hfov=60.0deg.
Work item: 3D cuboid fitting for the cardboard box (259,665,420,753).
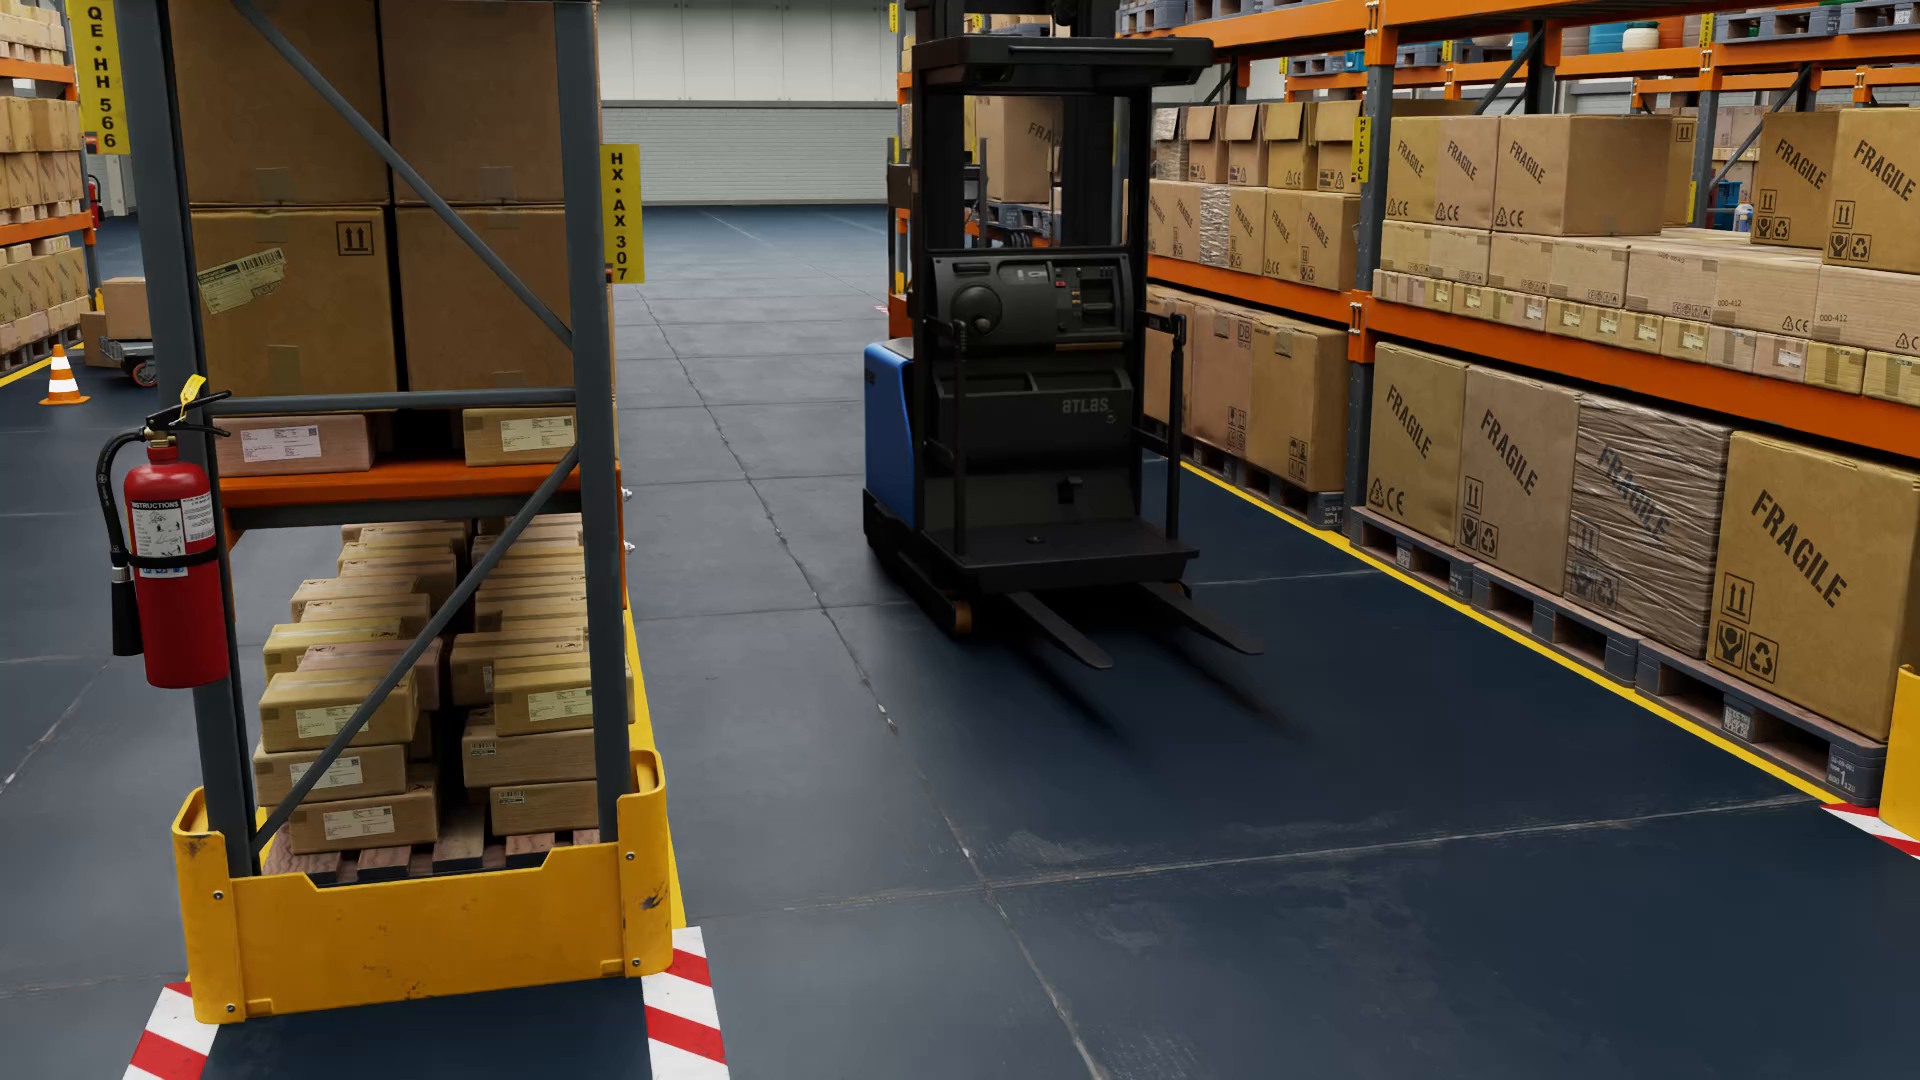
[{"bbox_3d":[-1.704,0.462,4.585,0.380,0.149,0.250,-3,14,-13],"label":"cardboard box"}]

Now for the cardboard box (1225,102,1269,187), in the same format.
[{"bbox_3d":[2.103,-2.482,10.442,0.797,0.503,0.637,-3,14,-11],"label":"cardboard box"}]

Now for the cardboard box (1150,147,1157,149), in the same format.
[{"bbox_3d":[1.239,-2.919,13.458,0.700,0.500,0.500,-1,14,-5],"label":"cardboard box"}]

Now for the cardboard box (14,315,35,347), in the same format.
[{"bbox_3d":[-8.952,-1.933,15.428,0.500,0.250,0.500,-2,14,-10],"label":"cardboard box"}]

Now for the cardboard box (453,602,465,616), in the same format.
[{"bbox_3d":[-2.123,0.270,6.625,0.380,0.149,0.250,-4,14,-16],"label":"cardboard box"}]

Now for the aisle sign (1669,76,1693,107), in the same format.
[{"bbox_3d":[9.654,-6.112,22.146,0.394,0.787,0.004,-3,14,-13],"label":"aisle sign"}]

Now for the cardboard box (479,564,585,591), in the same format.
[{"bbox_3d":[-1.437,0.191,5.694,0.380,0.149,0.250,-3,14,-11],"label":"cardboard box"}]

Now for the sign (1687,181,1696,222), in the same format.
[{"bbox_3d":[5.914,-2.744,13.493,0.100,0.325,0.005,-3,14,-13],"label":"sign"}]

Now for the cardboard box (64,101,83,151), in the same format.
[{"bbox_3d":[-9.547,-4.287,17.210,0.700,0.500,0.500,-4,14,-15],"label":"cardboard box"}]

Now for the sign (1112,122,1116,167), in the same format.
[{"bbox_3d":[1.108,-2.912,12.254,0.100,0.325,0.005,-3,14,-13],"label":"sign"}]

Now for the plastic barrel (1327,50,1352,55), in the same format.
[{"bbox_3d":[4.806,-6.307,20.312,0.600,0.830,0.708,-3,14,-13],"label":"plastic barrel"}]

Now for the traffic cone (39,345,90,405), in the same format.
[{"bbox_3d":[-7.287,-1.351,13.481,0.336,0.463,0.334,-3,14,-13],"label":"traffic cone"}]

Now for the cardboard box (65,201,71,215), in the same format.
[{"bbox_3d":[-9.376,-3.405,17.073,0.380,0.149,0.250,-4,14,-14],"label":"cardboard box"}]

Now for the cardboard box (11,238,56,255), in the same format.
[{"bbox_3d":[-9.169,-2.891,16.403,0.380,0.149,0.250,-3,14,-11],"label":"cardboard box"}]

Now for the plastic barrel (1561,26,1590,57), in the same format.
[{"bbox_3d":[5.992,-5.064,15.958,0.600,0.901,0.600,0,14,0],"label":"plastic barrel"}]

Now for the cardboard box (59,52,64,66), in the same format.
[{"bbox_3d":[-9.523,-4.982,17.209,0.380,0.149,0.250,-3,14,-13],"label":"cardboard box"}]

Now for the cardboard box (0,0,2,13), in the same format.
[{"bbox_3d":[-9.141,-4.958,15.431,0.380,0.149,0.250,-3,14,-12],"label":"cardboard box"}]

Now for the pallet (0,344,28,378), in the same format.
[{"bbox_3d":[-9.131,-1.589,14.988,1.003,0.211,1.213,-3,14,-13],"label":"pallet"}]

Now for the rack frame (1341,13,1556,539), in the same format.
[{"bbox_3d":[2.572,-1.498,8.738,1.000,3.000,0.127,-3,14,-13],"label":"rack frame"}]

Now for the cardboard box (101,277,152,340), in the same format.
[{"bbox_3d":[-7.216,-2.051,14.672,0.500,0.500,0.500,-3,14,-13],"label":"cardboard box"}]

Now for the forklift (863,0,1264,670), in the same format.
[{"bbox_3d":[0.396,-1.075,7.285,1.129,2.867,3.031,-4,14,-16],"label":"forklift"}]

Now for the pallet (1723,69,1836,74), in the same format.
[{"bbox_3d":[9.815,-5.785,20.152,1.003,0.211,1.213,-3,14,-13],"label":"pallet"}]

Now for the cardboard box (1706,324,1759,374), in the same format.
[{"bbox_3d":[2.930,-0.693,5.971,0.380,0.149,0.250,-3,14,-12],"label":"cardboard box"}]

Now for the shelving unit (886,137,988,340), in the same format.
[{"bbox_3d":[-0.128,-1.106,9.029,0.431,2.100,0.503,-4,14,-16],"label":"shelving unit"}]

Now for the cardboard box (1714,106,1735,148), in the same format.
[{"bbox_3d":[9.742,-5.138,20.695,0.700,0.500,0.500,-3,14,-13],"label":"cardboard box"}]

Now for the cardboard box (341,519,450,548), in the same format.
[{"bbox_3d":[-2.215,-0.017,6.546,0.380,0.149,0.250,-3,14,-12],"label":"cardboard box"}]

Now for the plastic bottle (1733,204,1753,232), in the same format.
[{"bbox_3d":[6.235,-2.519,13.177,0.152,0.276,0.135,-3,14,-13],"label":"plastic bottle"}]

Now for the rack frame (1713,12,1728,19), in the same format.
[{"bbox_3d":[6.447,-5.611,12.933,1.000,3.000,0.127,-3,14,-13],"label":"rack frame"}]

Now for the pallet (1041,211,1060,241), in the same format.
[{"bbox_3d":[1.362,-2.486,13.186,1.213,0.211,1.003,-3,14,-13],"label":"pallet"}]

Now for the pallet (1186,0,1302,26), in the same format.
[{"bbox_3d":[2.101,-3.383,10.530,1.003,0.211,1.213,-3,14,-11],"label":"pallet"}]

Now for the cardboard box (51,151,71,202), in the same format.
[{"bbox_3d":[-9.370,-3.681,16.838,0.500,0.500,0.500,-3,14,-13],"label":"cardboard box"}]

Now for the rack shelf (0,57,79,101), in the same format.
[{"bbox_3d":[-9.409,-4.360,15.649,1.077,0.370,4.000,-3,14,-13],"label":"rack shelf"}]

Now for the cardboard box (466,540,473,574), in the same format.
[{"bbox_3d":[-2.199,0.063,6.844,0.380,0.149,0.250,-4,14,-16],"label":"cardboard box"}]

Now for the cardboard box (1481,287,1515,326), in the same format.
[{"bbox_3d":[2.566,-1.048,7.427,0.380,0.149,0.250,-3,14,-14],"label":"cardboard box"}]

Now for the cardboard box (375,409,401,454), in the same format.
[{"bbox_3d":[-1.706,-0.319,4.441,0.380,0.149,0.250,-3,14,-13],"label":"cardboard box"}]

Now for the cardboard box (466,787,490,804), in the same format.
[{"bbox_3d":[-1.286,0.664,5.010,0.380,0.149,0.250,-3,14,-13],"label":"cardboard box"}]

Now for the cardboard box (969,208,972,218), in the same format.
[{"bbox_3d":[0.308,-3.313,16.696,0.380,0.149,0.250,-3,14,-13],"label":"cardboard box"}]

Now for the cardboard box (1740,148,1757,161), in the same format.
[{"bbox_3d":[9.690,-4.663,20.117,0.380,0.149,0.250,-3,14,-11],"label":"cardboard box"}]

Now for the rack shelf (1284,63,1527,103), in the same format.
[{"bbox_3d":[5.038,-5.189,19.040,1.077,0.370,4.000,-3,14,-13],"label":"rack shelf"}]

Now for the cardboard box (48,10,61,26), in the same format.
[{"bbox_3d":[-9.512,-5.375,17.135,0.380,0.149,0.250,-3,14,-13],"label":"cardboard box"}]

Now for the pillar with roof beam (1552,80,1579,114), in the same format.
[{"bbox_3d":[8.201,-10.424,32.633,9.100,9.000,0.400,-3,14,-13],"label":"pillar with roof beam"}]

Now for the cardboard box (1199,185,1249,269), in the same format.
[{"bbox_3d":[1.845,-1.990,10.540,0.500,0.500,0.500,-3,14,-13],"label":"cardboard box"}]

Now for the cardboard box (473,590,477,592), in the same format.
[{"bbox_3d":[-1.627,0.217,6.214,0.380,0.149,0.250,-3,14,-11],"label":"cardboard box"}]

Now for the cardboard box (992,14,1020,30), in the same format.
[{"bbox_3d":[0.708,-4.941,15.408,0.797,0.503,0.637,-4,14,-16],"label":"cardboard box"}]

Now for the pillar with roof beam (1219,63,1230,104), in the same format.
[{"bbox_3d":[3.973,-14.576,49.629,9.100,9.000,0.400,-3,14,-13],"label":"pillar with roof beam"}]

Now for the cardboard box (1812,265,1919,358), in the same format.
[{"bbox_3d":[3.140,-0.744,5.341,0.500,0.250,0.500,-4,14,-14],"label":"cardboard box"}]

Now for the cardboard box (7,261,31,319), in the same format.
[{"bbox_3d":[-8.953,-2.298,15.340,0.500,0.500,0.500,-3,14,-11],"label":"cardboard box"}]

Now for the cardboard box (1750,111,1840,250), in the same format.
[{"bbox_3d":[3.417,-1.371,6.329,0.500,0.500,0.500,-4,14,-15],"label":"cardboard box"}]

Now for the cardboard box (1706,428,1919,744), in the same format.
[{"bbox_3d":[3.284,0.110,5.749,0.875,0.875,0.875,-3,14,-13],"label":"cardboard box"}]

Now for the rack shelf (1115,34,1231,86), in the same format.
[{"bbox_3d":[1.163,-3.990,14.133,1.077,0.370,4.000,-3,14,-13],"label":"rack shelf"}]
